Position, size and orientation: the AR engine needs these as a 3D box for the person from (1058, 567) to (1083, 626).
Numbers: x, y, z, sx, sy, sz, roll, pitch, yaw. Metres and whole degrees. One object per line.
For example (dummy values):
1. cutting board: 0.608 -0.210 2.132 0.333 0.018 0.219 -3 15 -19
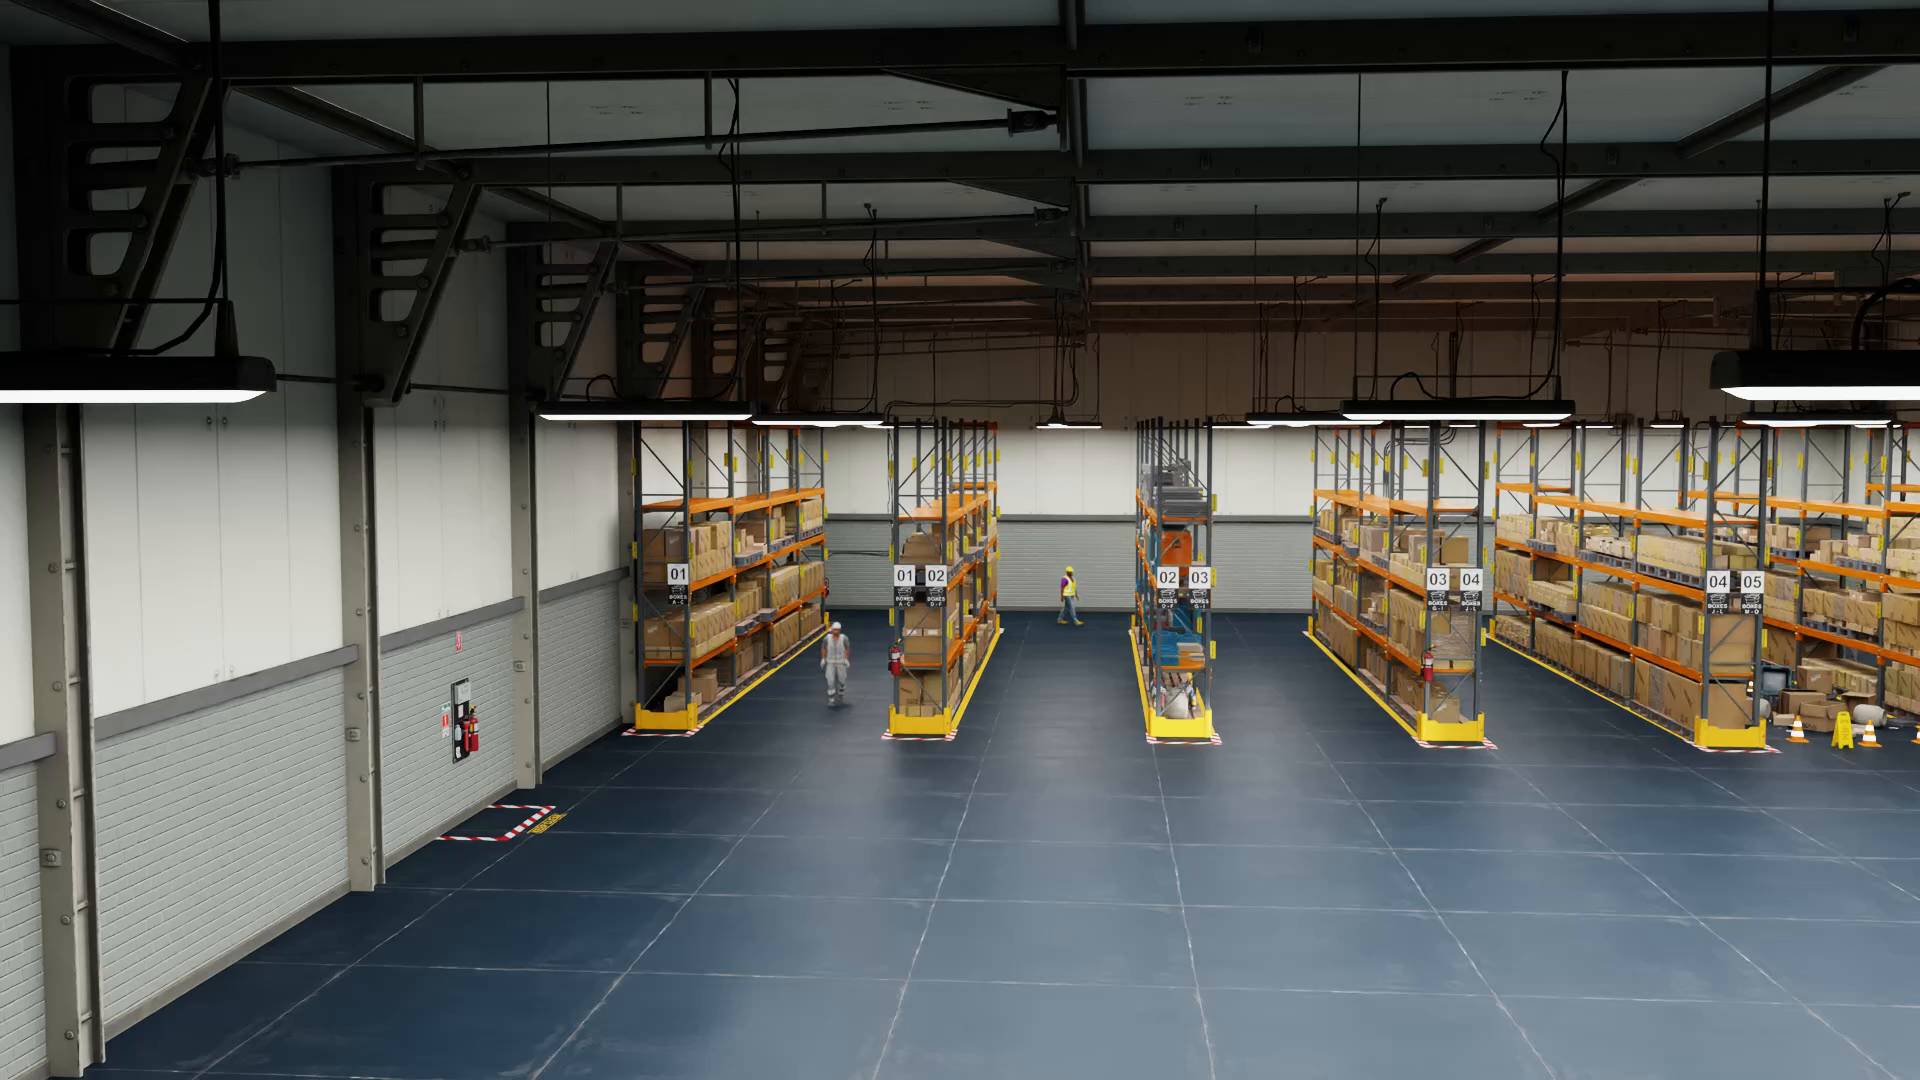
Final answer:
1. person: 3.290 1.649 49.109 0.952 1.730 0.588 2 4 33

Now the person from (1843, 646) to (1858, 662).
1. person: 22.074 2.145 41.214 0.517 1.766 0.588 -1 4 -10

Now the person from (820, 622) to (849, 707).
1. person: -2.624 2.575 34.816 0.600 1.769 0.679 0 4 -8
